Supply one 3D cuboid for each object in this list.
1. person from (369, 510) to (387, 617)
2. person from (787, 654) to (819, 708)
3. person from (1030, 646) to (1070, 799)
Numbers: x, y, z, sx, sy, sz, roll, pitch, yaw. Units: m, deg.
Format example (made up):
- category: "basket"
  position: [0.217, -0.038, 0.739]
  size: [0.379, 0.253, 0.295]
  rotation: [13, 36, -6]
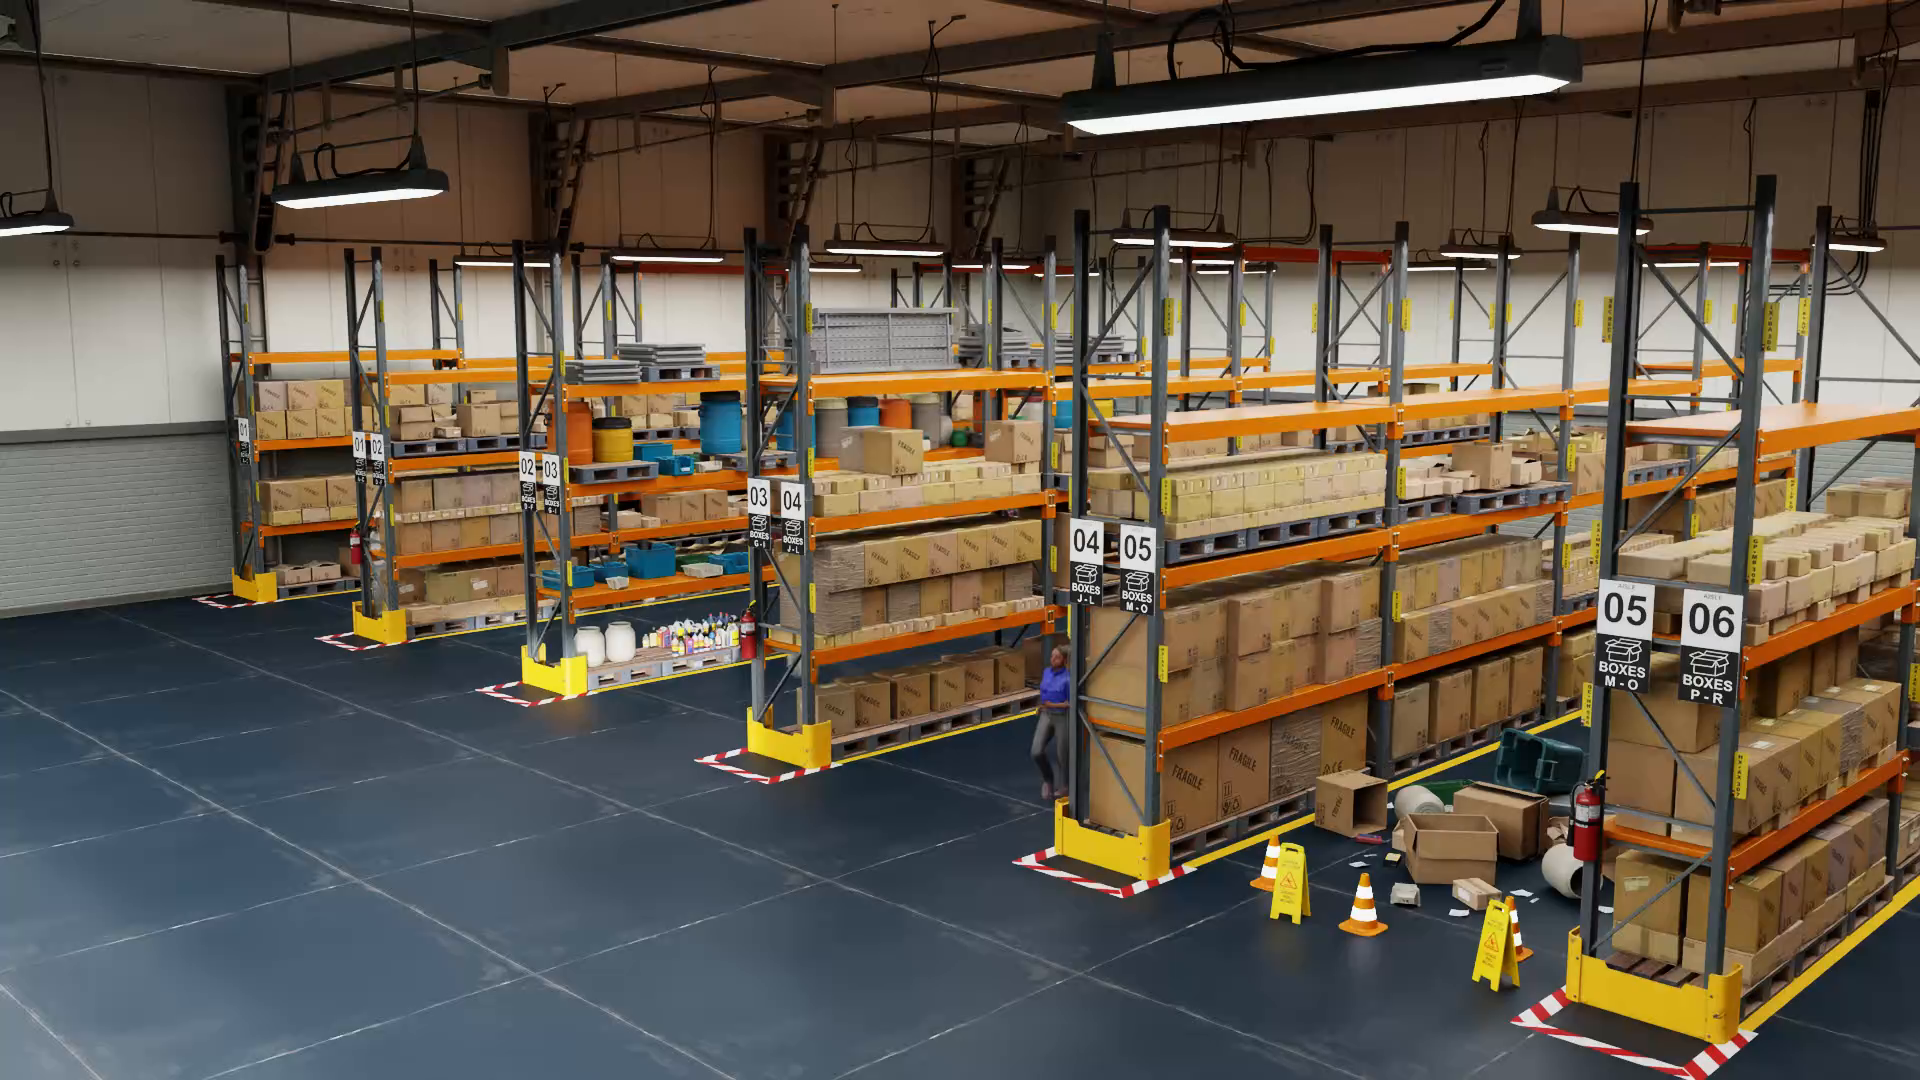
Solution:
- category: "person"
  position: [-9.576, 0.391, 27.619]
  size: [0.661, 1.777, 0.922]
  rotation: [7, 11, 40]
- category: "person"
  position: [-1.952, 1.285, 21.432]
  size: [0.657, 1.743, 0.605]
  rotation: [5, 9, 31]
- category: "person"
  position: [0.978, 1.909, 17.313]
  size: [0.561, 1.638, 0.622]
  rotation: [5, 10, 32]
